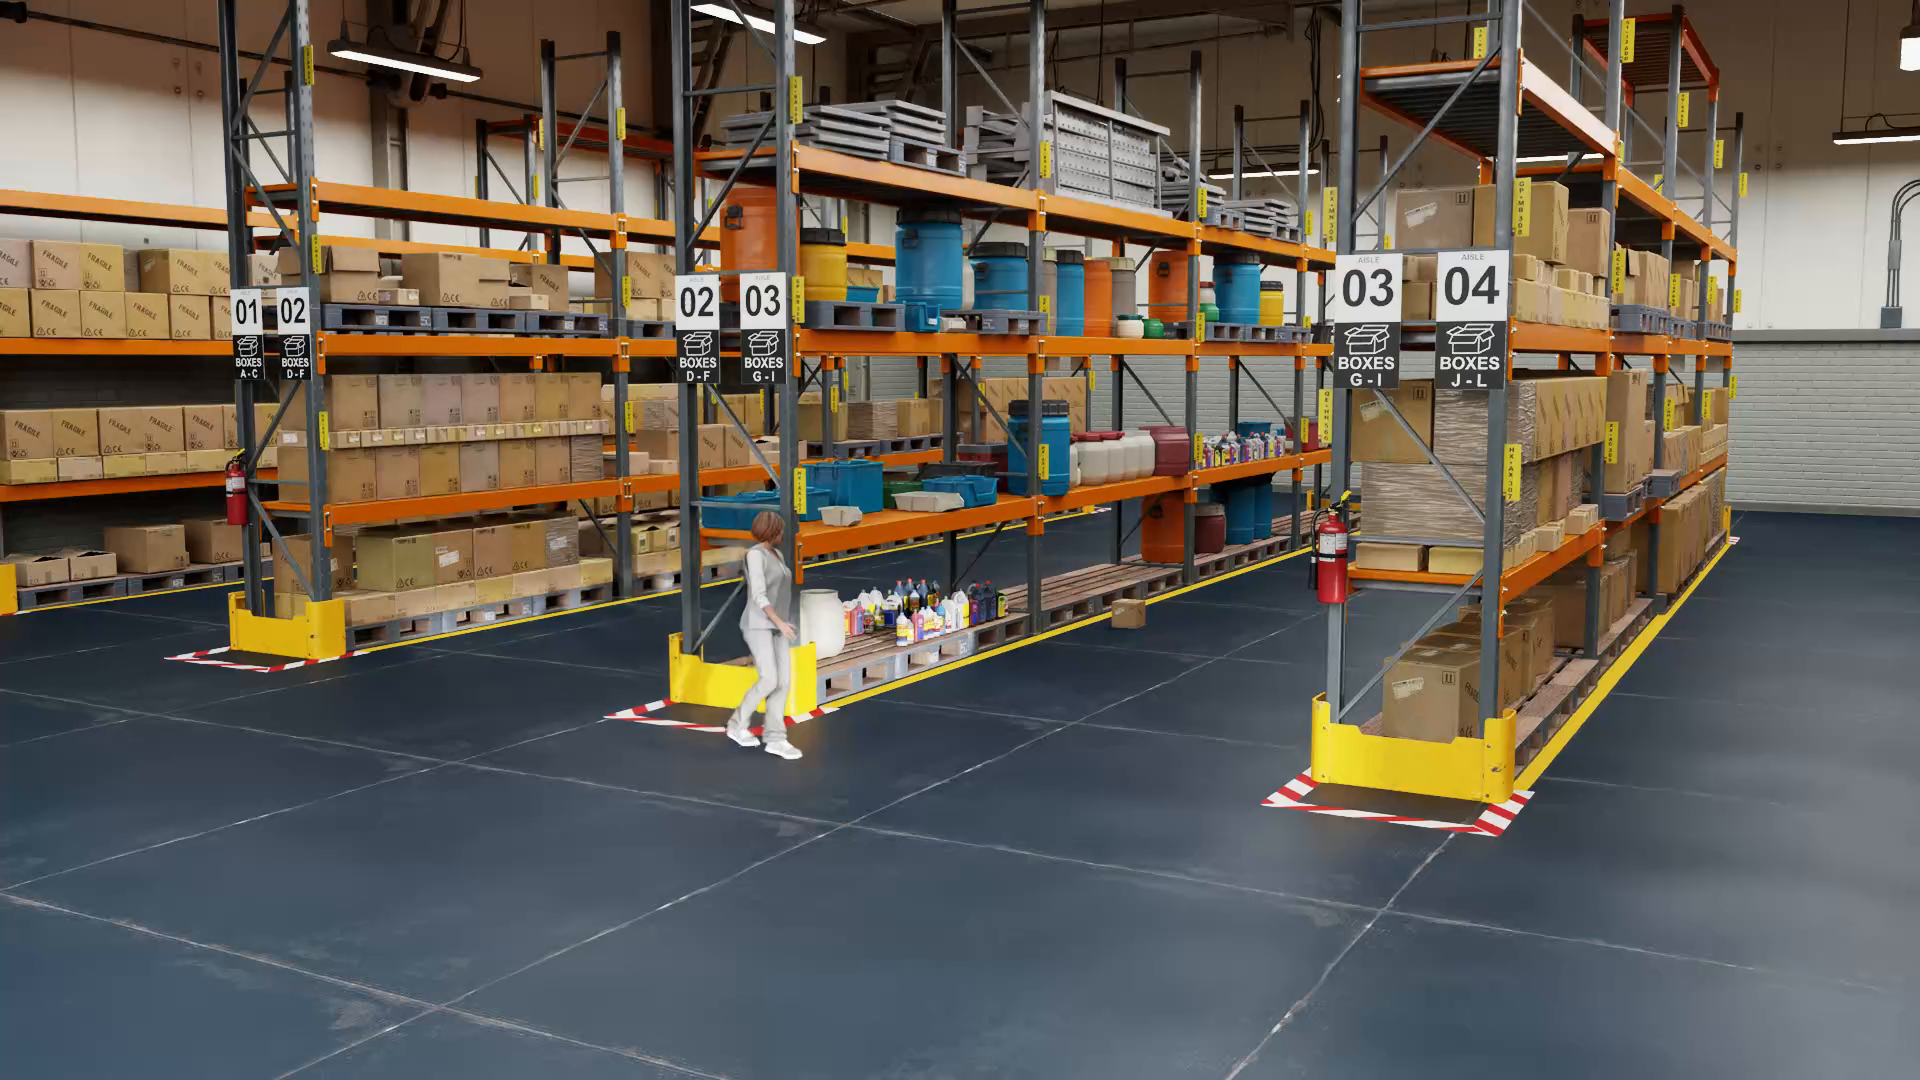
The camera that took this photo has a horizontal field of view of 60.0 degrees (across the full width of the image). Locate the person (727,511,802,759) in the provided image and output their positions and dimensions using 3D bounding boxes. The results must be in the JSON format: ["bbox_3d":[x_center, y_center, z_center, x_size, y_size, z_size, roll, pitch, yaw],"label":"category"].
[{"bbox_3d":[-1.227,0.611,10.887,0.530,1.594,0.464,3,7,23],"label":"person"}]
